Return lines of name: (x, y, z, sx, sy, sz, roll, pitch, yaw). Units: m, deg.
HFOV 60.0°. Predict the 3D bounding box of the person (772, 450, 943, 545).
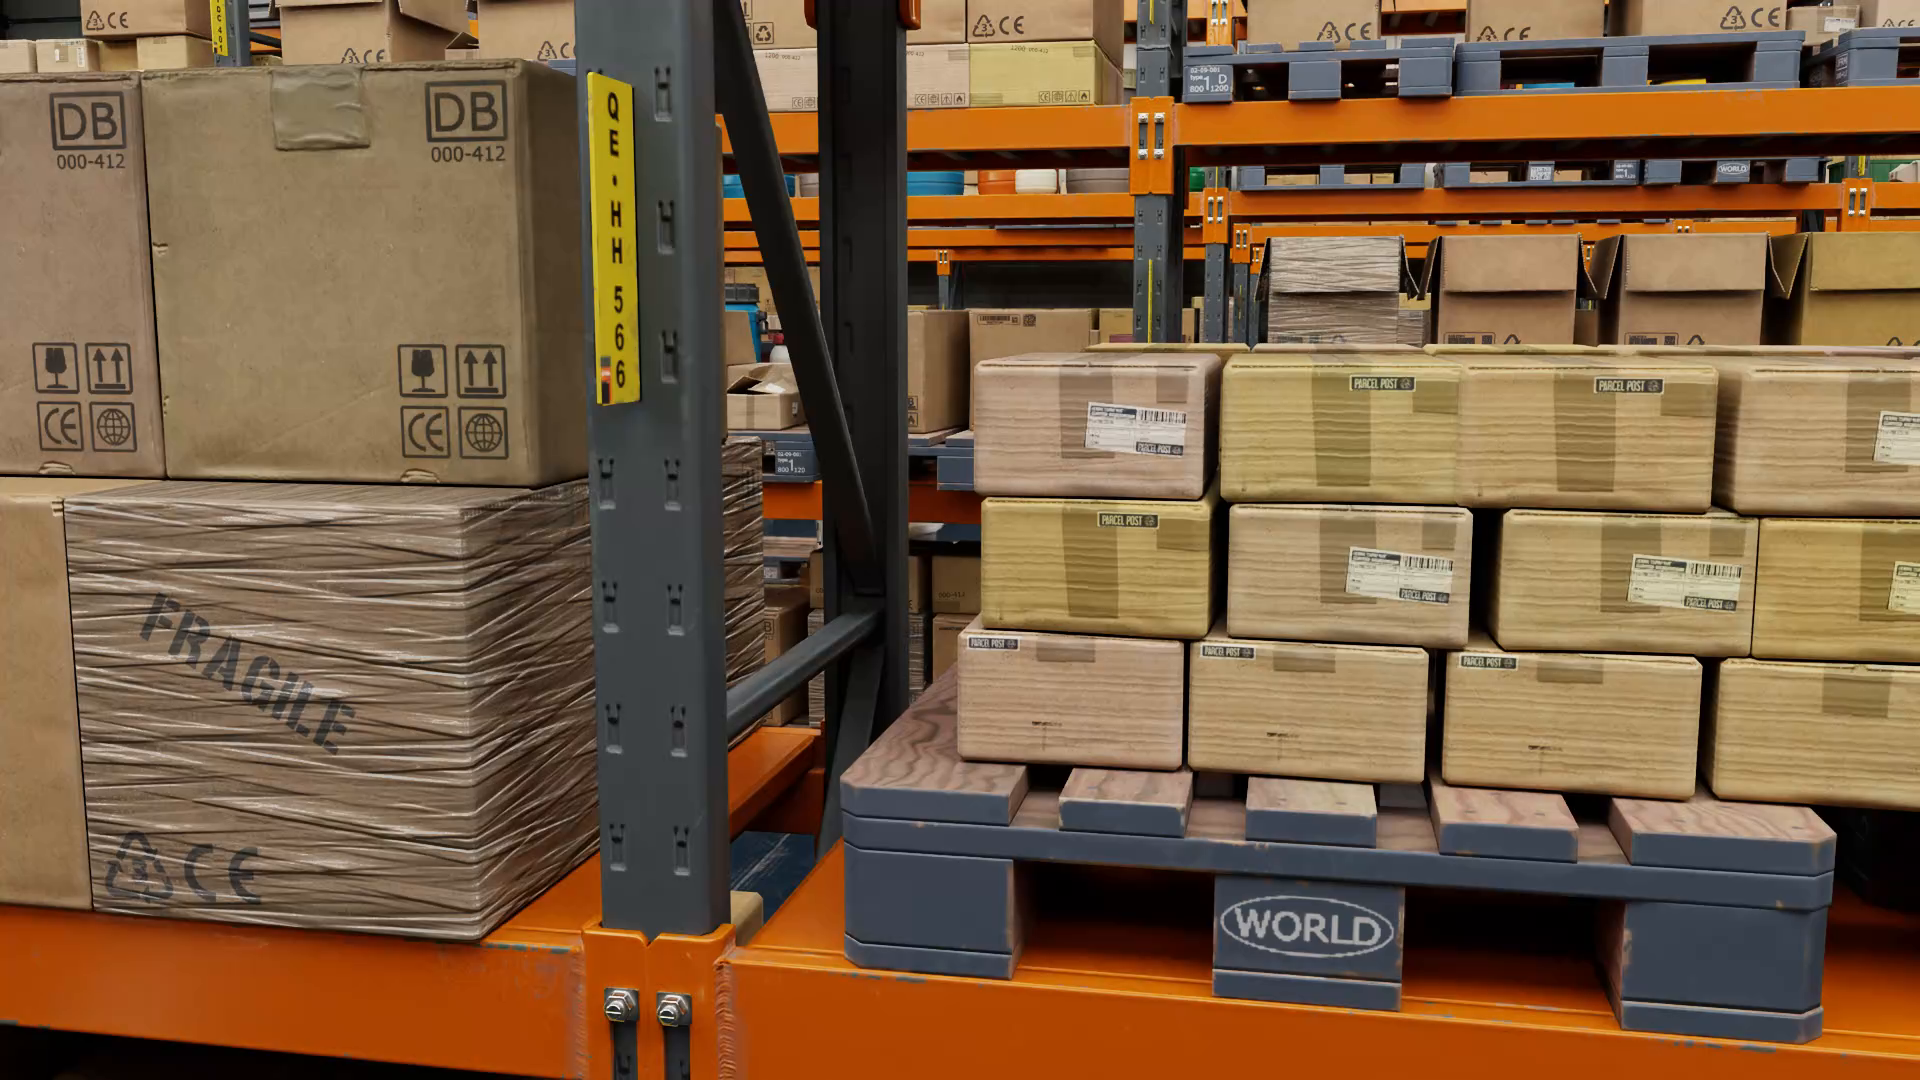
person: (-0.567, 0.151, 8.840, 0.940, 1.295, 0.474, 1, 8, 10)
